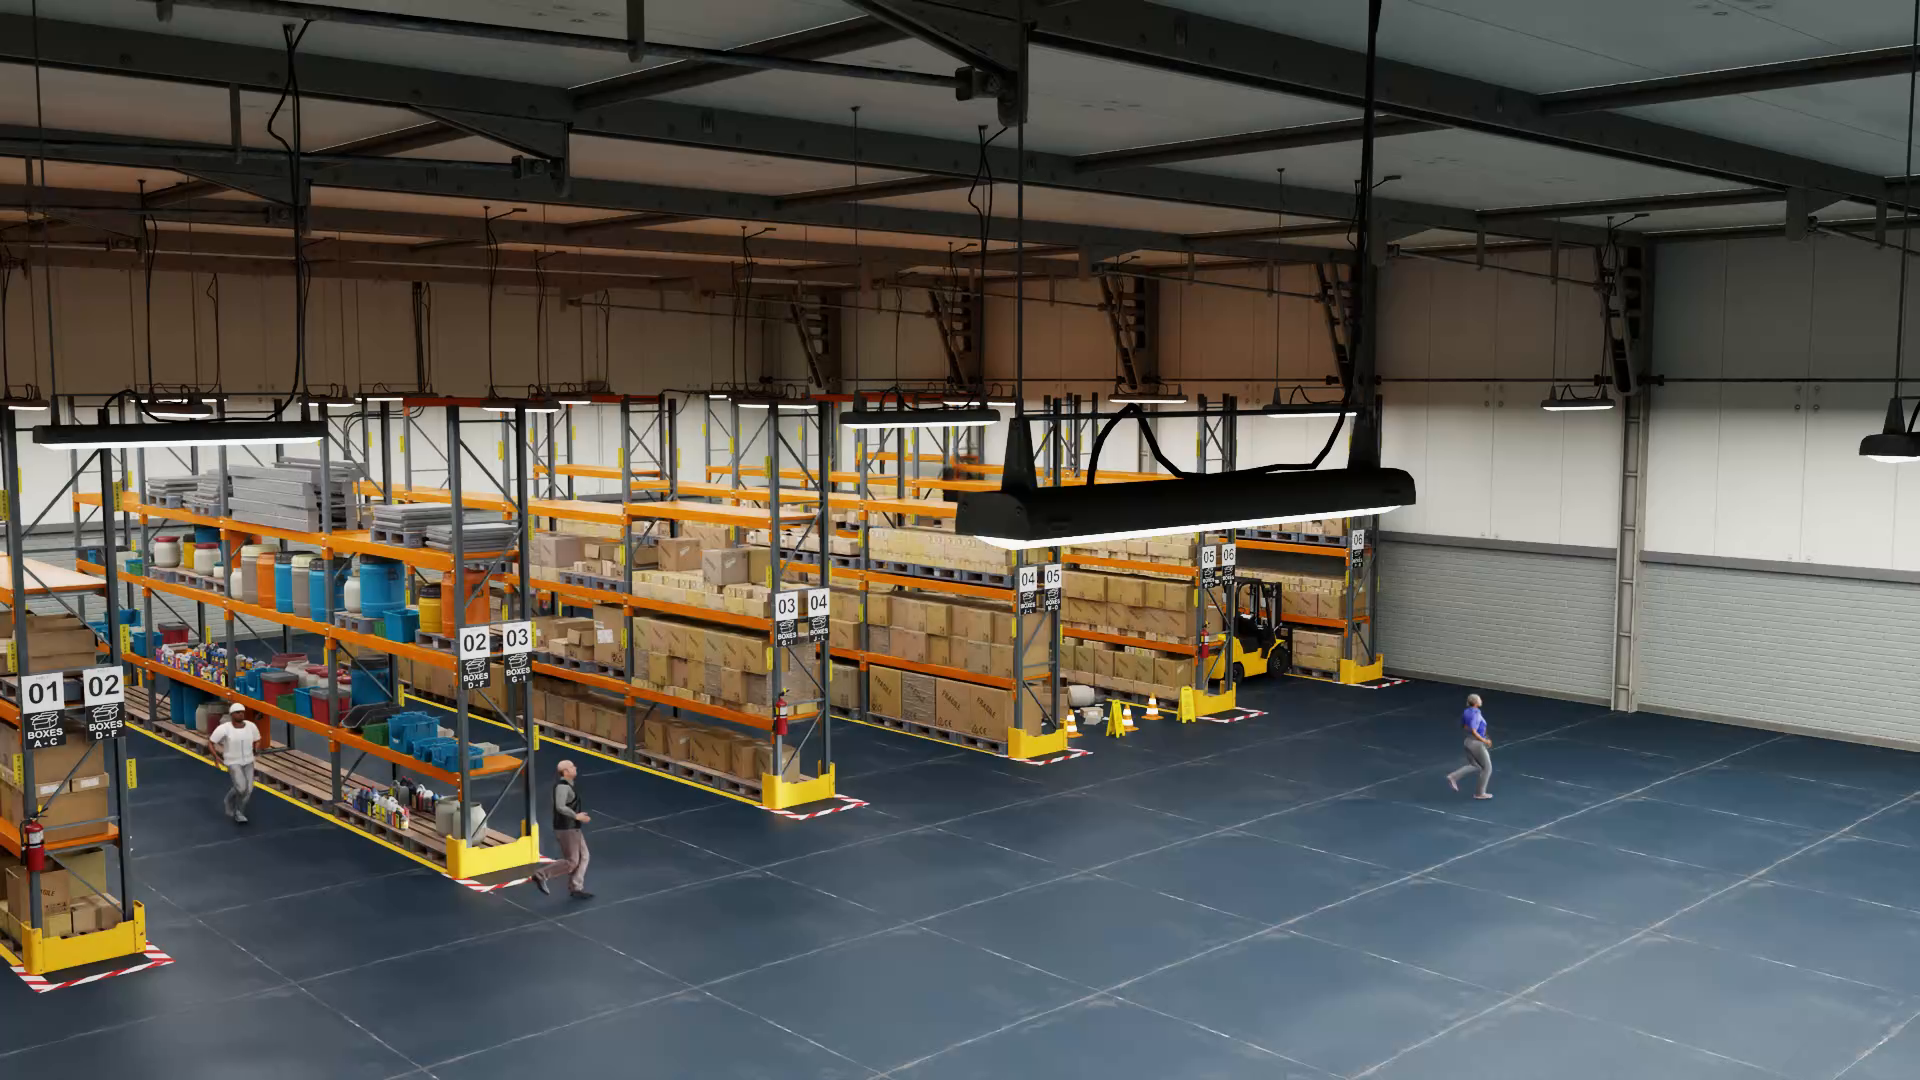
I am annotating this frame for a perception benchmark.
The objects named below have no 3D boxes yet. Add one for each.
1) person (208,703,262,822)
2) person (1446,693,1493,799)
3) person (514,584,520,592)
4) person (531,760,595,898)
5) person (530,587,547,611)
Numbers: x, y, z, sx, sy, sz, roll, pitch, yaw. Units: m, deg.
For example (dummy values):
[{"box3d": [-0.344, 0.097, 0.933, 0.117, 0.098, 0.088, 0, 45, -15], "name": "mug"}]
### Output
[{"box3d": [-10.247, 3.178, 23.679, 0.584, 1.719, 0.691, 5, 7, 42], "name": "person"}, {"box3d": [7.718, 3.108, 25.057, 0.687, 1.607, 0.580, -1, 6, -5], "name": "person"}, {"box3d": [-10.834, 1.641, 40.428, 0.619, 1.582, 0.715, -4, 7, -35], "name": "person"}, {"box3d": [-4.861, 3.537, 20.336, 0.747, 1.699, 0.684, -1, 6, -12], "name": "person"}, {"box3d": [-10.365, 1.641, 40.679, 0.545, 1.546, 0.550, -5, 7, -40], "name": "person"}]
